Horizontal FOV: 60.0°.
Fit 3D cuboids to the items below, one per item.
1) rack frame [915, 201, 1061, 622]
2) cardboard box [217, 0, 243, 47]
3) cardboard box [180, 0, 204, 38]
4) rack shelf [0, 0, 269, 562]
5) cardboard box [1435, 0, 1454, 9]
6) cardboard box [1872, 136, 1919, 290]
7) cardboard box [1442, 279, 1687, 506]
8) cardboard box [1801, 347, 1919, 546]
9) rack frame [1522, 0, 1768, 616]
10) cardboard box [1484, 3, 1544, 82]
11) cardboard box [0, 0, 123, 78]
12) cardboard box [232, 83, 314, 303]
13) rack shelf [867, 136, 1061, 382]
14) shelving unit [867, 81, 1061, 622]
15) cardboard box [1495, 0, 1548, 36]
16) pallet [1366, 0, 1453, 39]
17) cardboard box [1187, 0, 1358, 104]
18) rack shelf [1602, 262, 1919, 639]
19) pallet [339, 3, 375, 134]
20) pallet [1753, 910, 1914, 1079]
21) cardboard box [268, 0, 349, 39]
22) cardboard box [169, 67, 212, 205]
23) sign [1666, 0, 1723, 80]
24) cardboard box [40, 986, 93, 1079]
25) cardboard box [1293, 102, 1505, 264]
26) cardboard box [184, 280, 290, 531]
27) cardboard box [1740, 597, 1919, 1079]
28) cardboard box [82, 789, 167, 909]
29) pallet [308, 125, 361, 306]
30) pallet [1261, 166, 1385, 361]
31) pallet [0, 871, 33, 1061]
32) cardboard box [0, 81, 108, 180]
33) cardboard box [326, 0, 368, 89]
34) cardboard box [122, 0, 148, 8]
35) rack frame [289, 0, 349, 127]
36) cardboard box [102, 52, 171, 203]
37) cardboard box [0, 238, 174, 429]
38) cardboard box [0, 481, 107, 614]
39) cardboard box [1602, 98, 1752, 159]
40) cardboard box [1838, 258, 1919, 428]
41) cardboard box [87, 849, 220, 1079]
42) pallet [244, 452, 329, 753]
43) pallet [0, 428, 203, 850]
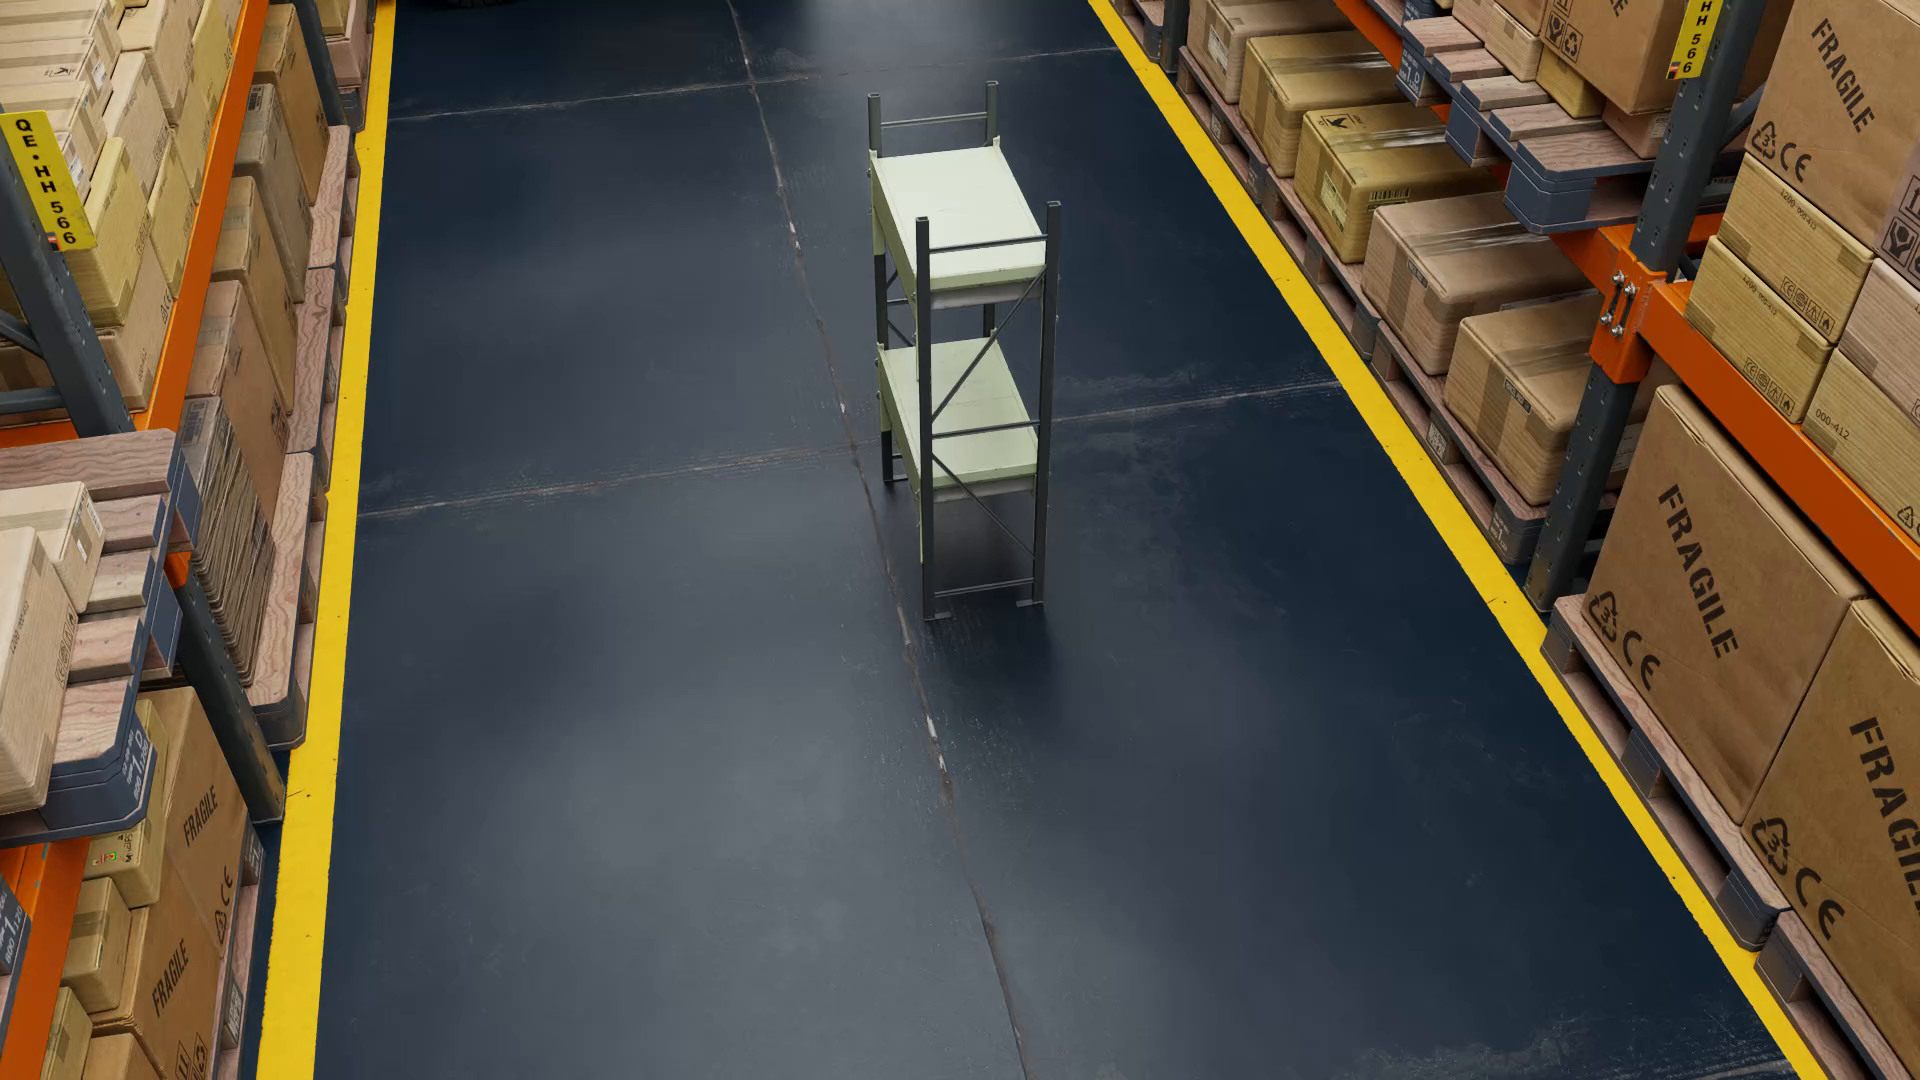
[{"bbox_3d":[0.078,-0.328,4.990,0.400,1.500,0.023,-8,42,-9],"label":"rack frame"},{"bbox_3d":[-2.774,-1.867,5.707,0.500,0.250,0.500,-8,42,-9],"label":"cardboard box"},{"bbox_3d":[-2.660,-1.719,5.163,0.500,0.250,0.500,-8,42,-9],"label":"cardboard box"},{"bbox_3d":[-2.898,-1.298,5.495,1.077,0.370,4.000,-8,42,-9],"label":"rack shelf"},{"bbox_3d":[1.733,-1.887,5.490,0.380,0.149,0.250,-8,42,-9],"label":"cardboard box"},{"bbox_3d":[2.364,-0.721,3.474,0.500,0.500,0.500,-8,42,-9],"label":"cardboard box"},{"bbox_3d":[2.268,-0.527,5.747,0.950,0.372,0.625,-11,43,-12],"label":"cardboard box"},{"bbox_3d":[2.368,-0.245,3.879,0.500,0.250,0.500,-9,42,-11],"label":"cardboard box"},{"bbox_3d":[2.380,-0.985,4.600,1.000,3.000,0.127,-8,42,-9],"label":"rack frame"},{"bbox_3d":[1.853,-1.547,5.106,0.380,0.149,0.250,-9,42,-10],"label":"cardboard box"},{"bbox_3d":[-2.455,-1.303,4.394,0.380,0.149,0.250,-8,42,-9],"label":"cardboard box"},{"bbox_3d":[-3.046,-1.292,6.418,0.875,0.625,0.625,-9,42,-10],"label":"cardboard box"},{"bbox_3d":[-0.001,-0.857,4.998,0.431,0.370,0.720,-8,42,-9],"label":"rack shelf"},{"bbox_3d":[-0.001,-0.565,5.257,0.431,1.500,0.755,-8,42,-9],"label":"shelving unit"},{"bbox_3d":[1.888,-1.879,4.991,0.500,0.500,0.500,-9,42,-10],"label":"cardboard box"},{"bbox_3d":[1.913,-2.190,6.102,1.003,0.211,1.213,-8,42,-9],"label":"pallet"},{"bbox_3d":[1.632,-2.412,7.871,0.950,0.372,0.625,-8,42,-9],"label":"cardboard box"},{"bbox_3d":[2.812,0.581,3.378,1.077,0.370,4.000,-8,42,-9],"label":"rack shelf"},{"bbox_3d":[-3.460,-2.342,8.230,1.003,0.211,1.213,-8,42,-9],"label":"pallet"},{"bbox_3d":[2.736,1.369,4.048,1.003,0.211,1.213,-8,42,-9],"label":"pallet"},{"bbox_3d":[-3.132,-2.537,7.727,0.500,0.250,0.500,-9,42,-9],"label":"cardboard box"},{"bbox_3d":[-2.545,-1.197,4.952,0.500,0.250,0.500,-10,42,-11],"label":"cardboard box"},{"bbox_3d":[1.852,-1.304,4.147,0.100,0.325,0.005,-8,42,-9],"label":"sign"},{"bbox_3d":[-1.996,1.075,3.357,0.380,0.149,0.250,-7,42,-8],"label":"cardboard box"},{"bbox_3d":[1.942,-1.496,6.839,0.950,0.372,0.625,-7,42,-8],"label":"cardboard box"},{"bbox_3d":[-2.736,-0.369,5.378,0.875,0.625,0.625,-7,42,-8],"label":"cardboard box"},{"bbox_3d":[2.636,0.691,3.996,0.875,0.875,0.875,-8,42,-9],"label":"cardboard box"},{"bbox_3d":[-2.023,0.721,3.757,0.380,0.149,0.250,-10,43,-12],"label":"cardboard box"},{"bbox_3d":[-3.132,-1.349,7.111,1.003,0.211,1.213,-8,42,-9],"label":"pallet"},{"bbox_3d":[1.953,-1.238,6.985,1.003,0.211,1.213,-8,42,-9],"label":"pallet"},{"bbox_3d":[-2.042,1.061,2.440,1.003,0.211,1.213,-8,42,-9],"label":"pallet"},{"bbox_3d":[-2.306,-0.973,4.022,0.380,0.149,0.250,-7,42,-8],"label":"cardboard box"},{"bbox_3d":[-3.110,-2.353,7.897,0.500,0.250,0.500,-8,42,-9],"label":"cardboard box"},{"bbox_3d":[-2.536,-1.635,4.768,0.380,0.149,0.250,-8,42,-8],"label":"cardboard box"},{"bbox_3d":[-3.329,-2.864,6.717,1.000,3.000,0.127,-8,42,-9],"label":"rack frame"},{"bbox_3d":[-2.430,-1.049,4.409,0.500,0.250,0.500,-7,42,-8],"label":"cardboard box"},{"bbox_3d":[-2.323,-0.537,4.209,0.500,0.250,0.500,-8,42,-9],"label":"cardboard box"},{"bbox_3d":[-1.949,0.037,3.322,0.380,0.149,0.250,-8,42,-8],"label":"cardboard box"},{"bbox_3d":[2.079,-1.226,4.745,0.380,0.149,0.250,-7,42,-8],"label":"cardboard box"},{"bbox_3d":[2.359,-0.416,3.696,0.500,0.250,0.500,-7,42,-8],"label":"cardboard box"},{"bbox_3d":[-2.067,1.076,3.845,0.500,0.500,0.500,-9,42,-10],"label":"cardboard box"},{"bbox_3d":[-2.606,0.233,5.329,1.003,0.211,1.213,-8,42,-9],"label":"pallet"},{"bbox_3d":[-2.251,0.230,3.376,1.213,0.211,1.003,-8,42,-9],"label":"pallet"}]
